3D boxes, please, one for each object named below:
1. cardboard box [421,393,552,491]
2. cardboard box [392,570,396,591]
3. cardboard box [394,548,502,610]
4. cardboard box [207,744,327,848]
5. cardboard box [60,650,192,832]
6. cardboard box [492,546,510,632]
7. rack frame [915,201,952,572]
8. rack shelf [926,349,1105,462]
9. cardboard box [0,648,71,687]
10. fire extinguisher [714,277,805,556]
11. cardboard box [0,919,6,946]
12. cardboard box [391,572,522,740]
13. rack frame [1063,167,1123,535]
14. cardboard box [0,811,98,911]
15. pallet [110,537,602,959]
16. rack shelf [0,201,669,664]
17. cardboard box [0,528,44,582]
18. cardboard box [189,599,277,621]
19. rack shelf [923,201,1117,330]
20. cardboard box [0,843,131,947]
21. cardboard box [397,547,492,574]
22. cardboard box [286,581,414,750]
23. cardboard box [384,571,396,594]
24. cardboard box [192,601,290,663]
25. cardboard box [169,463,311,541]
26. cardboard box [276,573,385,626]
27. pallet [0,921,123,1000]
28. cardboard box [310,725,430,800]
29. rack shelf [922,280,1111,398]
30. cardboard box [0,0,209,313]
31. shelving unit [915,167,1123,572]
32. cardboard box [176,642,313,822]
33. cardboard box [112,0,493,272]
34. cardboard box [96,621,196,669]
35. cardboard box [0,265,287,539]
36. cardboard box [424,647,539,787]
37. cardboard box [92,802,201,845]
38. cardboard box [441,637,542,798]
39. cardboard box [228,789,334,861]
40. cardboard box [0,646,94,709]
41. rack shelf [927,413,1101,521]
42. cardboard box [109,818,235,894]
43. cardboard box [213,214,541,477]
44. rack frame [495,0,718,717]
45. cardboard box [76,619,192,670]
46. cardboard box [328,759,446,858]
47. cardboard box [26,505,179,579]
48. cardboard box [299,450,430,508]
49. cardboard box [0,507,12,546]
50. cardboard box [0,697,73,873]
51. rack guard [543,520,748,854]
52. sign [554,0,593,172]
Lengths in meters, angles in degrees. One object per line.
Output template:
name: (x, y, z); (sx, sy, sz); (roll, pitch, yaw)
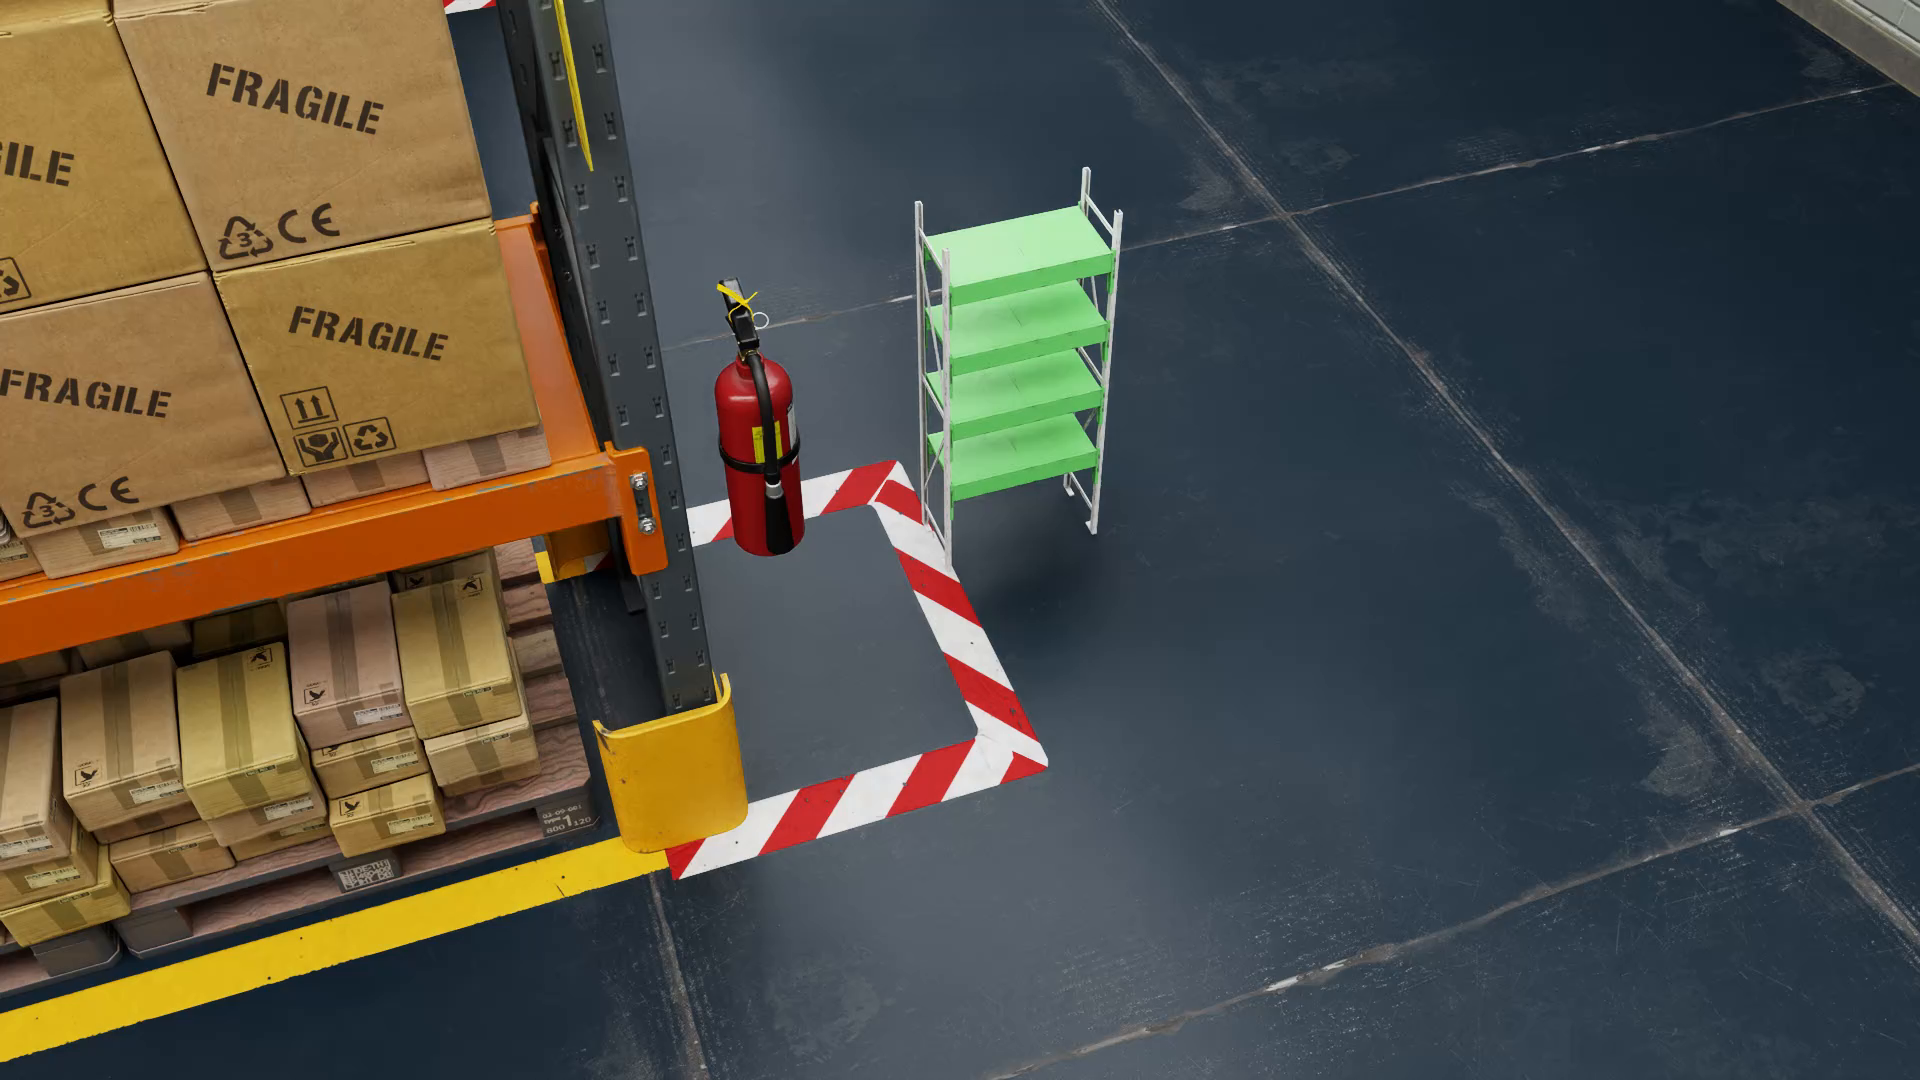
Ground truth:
cardboard box: (-1.056, -0.305, 3.614); (0.250, 0.149, 0.380); (-14, 47, -14)
cardboard box: (-1.665, 0.228, 4.622); (0.250, 0.149, 0.380); (-15, 47, -14)
cardboard box: (-1.425, 0.047, 4.591); (0.250, 0.149, 0.380); (-13, 46, -12)
cardboard box: (-1.733, 0.536, 4.105); (0.250, 0.149, 0.380); (-16, 47, -15)
cardboard box: (-1.978, 0.473, 3.957); (0.250, 0.149, 0.380); (-16, 47, -15)
cardboard box: (-1.446, 0.110, 4.739); (0.250, 0.149, 0.380); (-13, 47, -13)
rack frame: (-0.074, -0.405, 4.806); (0.015, 1.200, 0.240); (-14, 47, -14)
rack shelf: (0.156, -0.418, 4.910); (0.480, 0.148, 0.258); (-14, 47, -14)
cardboard box: (-2.421, 0.184, 4.245); (0.250, 0.149, 0.380); (-13, 46, -12)
fire extinguisher: (-0.451, -0.255, 3.704); (0.183, 0.674, 0.296); (-14, 47, -14)
cardboard box: (-2.465, 0.822, 4.029); (0.250, 0.149, 0.380); (-13, 47, -13)
cardboard box: (-1.257, 0.284, 4.146); (0.250, 0.149, 0.380); (-14, 47, -13)
rack frame: (0.385, -0.522, 4.923); (0.015, 1.200, 0.240); (-14, 47, -14)
cardboard box: (-2.215, 0.669, 3.972); (0.250, 0.149, 0.380); (-14, 47, -13)
pallet: (-1.693, 0.514, 4.589); (1.213, 0.211, 1.003); (-14, 47, -14)
rack shelf: (-2.726, 0.074, 3.566); (4.000, 0.370, 1.077); (-14, 47, -14)
cardboard box: (-2.023, -0.079, 3.389); (0.250, 0.149, 0.380); (-16, 47, -16)
cardboard box: (-1.952, 0.009, 4.420); (0.250, 0.149, 0.380); (-14, 47, -14)
rack shelf: (0.156, -0.757, 4.570); (0.480, 0.148, 0.258); (-14, 47, -14)
cardboard box: (-2.201, 0.770, 4.081); (0.250, 0.149, 0.380); (-16, 47, -16)
cardboard box: (-1.453, -0.113, 4.541); (0.250, 0.149, 0.380); (-16, 47, -16)
cardboard box: (-1.513, 0.306, 4.124); (0.250, 0.149, 0.380); (-13, 47, -13)
cardboard box: (-1.702, 0.076, 4.563); (0.250, 0.149, 0.380); (-15, 47, -14)
cardboard box: (-1.902, 0.194, 4.446); (0.250, 0.149, 0.380); (-14, 47, -13)
cardboard box: (-1.533, -0.200, 3.509); (0.250, 0.149, 0.380); (-15, 47, -14)
cardboard box: (-1.672, 0.034, 4.395); (0.250, 0.149, 0.380); (-14, 47, -13)
pallet: (-2.838, 0.805, 4.299); (1.213, 0.211, 1.003); (-14, 47, -14)
cardboard box: (-1.509, 0.437, 4.203); (0.250, 0.149, 0.380); (-15, 47, -15)
rack shelf: (0.156, -0.588, 4.740); (0.480, 0.148, 0.258); (-14, 47, -14)
cardboard box: (-1.668, -0.756, 2.899); (0.500, 0.500, 0.500); (-16, 47, -15)
shelving unit: (0.156, -0.463, 4.865); (0.503, 1.200, 0.258); (-14, 47, -14)
cardboard box: (-1.713, 0.453, 3.977); (0.250, 0.149, 0.380); (-15, 47, -15)
cardboard box: (-1.191, -0.878, 3.021); (0.500, 0.500, 0.500); (-15, 47, -15)
cardboard box: (-2.180, 0.183, 4.456); (0.250, 0.149, 0.380); (-13, 47, -13)
cardboard box: (-1.666, -0.401, 3.251); (0.500, 0.500, 0.500); (-15, 47, -15)
cardboard box: (-1.244, 0.410, 4.230); (0.250, 0.149, 0.380); (-16, 47, -15)
cardboard box: (-2.020, 0.532, 4.109); (0.250, 0.149, 0.380); (-15, 47, -14)
cardboard box: (-1.269, 0.463, 4.387); (0.250, 0.149, 0.380); (-14, 47, -13)
cardboard box: (-1.755, 0.598, 4.252); (0.250, 0.149, 0.380); (-15, 47, -14)
cardboard box: (-2.397, 0.310, 4.330); (0.250, 0.149, 0.380); (-16, 47, -16)
rack shelf: (0.156, -0.249, 5.080); (0.480, 0.148, 0.258); (-14, 47, -14)
cardboard box: (-1.982, 0.667, 4.184); (0.250, 0.149, 0.380); (-14, 47, -13)
cardboard box: (-1.180, -0.521, 3.371); (0.500, 0.500, 0.500); (-13, 47, -13)
rack frame: (-0.845, -0.661, 3.791); (0.127, 3.000, 1.000); (-14, 47, -14)
cardboard box: (-2.157, 0.124, 4.305); (0.250, 0.149, 0.380); (-16, 47, -16)
cardboard box: (-1.477, 0.592, 4.258); (0.250, 0.149, 0.380); (-13, 47, -13)
cardboard box: (-1.765, -0.123, 3.432); (0.250, 0.149, 0.380); (-13, 47, -13)
cardboard box: (-1.302, -0.270, 3.579); (0.250, 0.149, 0.380); (-14, 47, -14)
cardboard box: (-2.140, -0.273, 3.123); (0.500, 0.500, 0.500); (-14, 47, -14)
cardboard box: (-2.212, 0.574, 3.856); (0.250, 0.149, 0.380); (-13, 46, -12)
rack guard: (-0.916, 0.240, 4.658); (0.348, 0.500, 1.175); (-14, 47, -14)
sign: (-0.675, -0.806, 2.895); (0.005, 0.325, 0.100); (-14, 47, -14)
